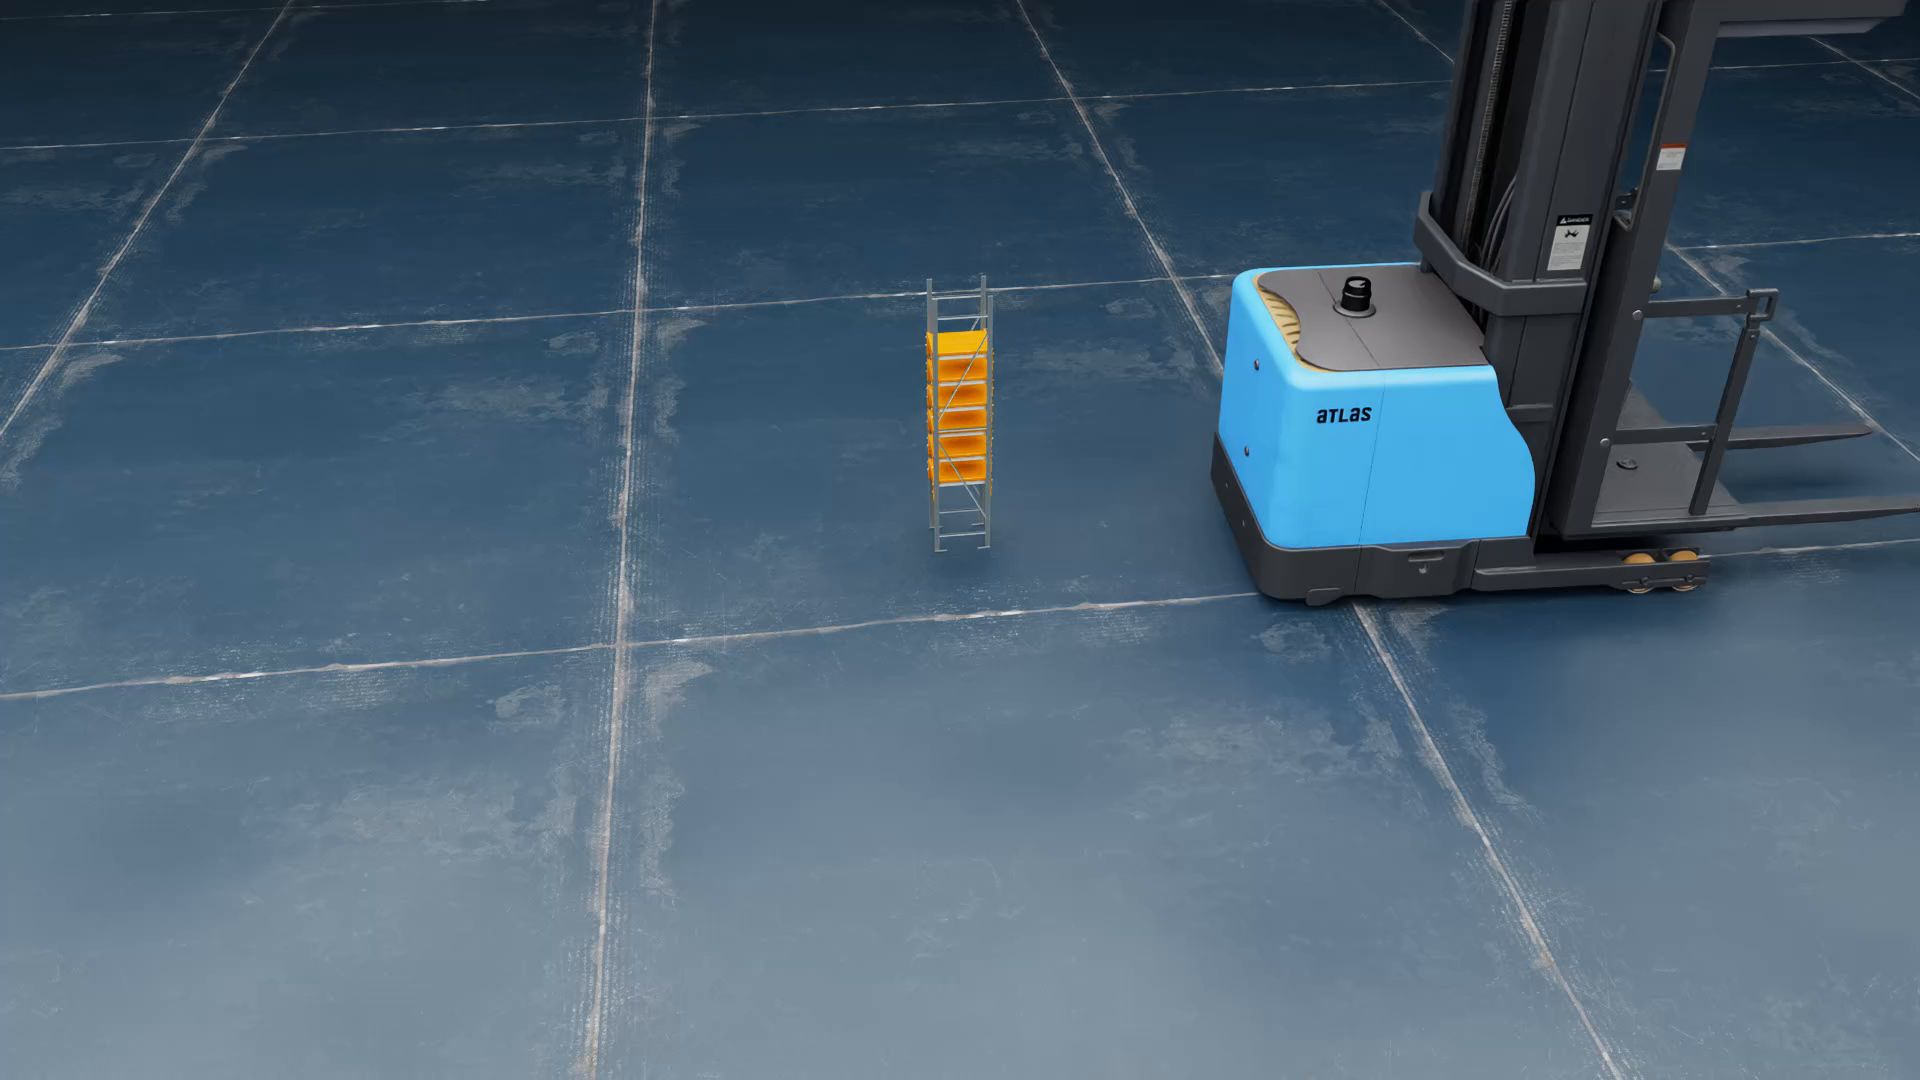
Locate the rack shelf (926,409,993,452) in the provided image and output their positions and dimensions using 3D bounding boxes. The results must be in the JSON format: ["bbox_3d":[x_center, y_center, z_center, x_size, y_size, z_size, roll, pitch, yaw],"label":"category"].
[{"bbox_3d":[-0.002,-0.467,6.949,0.258,0.103,0.180,-4,35,-6],"label":"rack shelf"}]

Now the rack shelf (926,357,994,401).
[{"bbox_3d":[-0.002,-0.665,6.814,0.258,0.103,0.180,-4,35,-6],"label":"rack shelf"}]

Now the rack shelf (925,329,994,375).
[{"bbox_3d":[-0.002,-0.765,6.746,0.258,0.103,0.180,-4,35,-6],"label":"rack shelf"}]

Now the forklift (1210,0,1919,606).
[{"bbox_3d":[2.686,-1.283,6.530,3.031,2.935,1.130,-3,34,-5],"label":"forklift"}]

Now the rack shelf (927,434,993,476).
[{"bbox_3d":[-0.002,-0.368,7.017,0.258,0.103,0.180,-4,35,-6],"label":"rack shelf"}]

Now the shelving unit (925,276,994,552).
[{"bbox_3d":[-0.002,-0.504,6.924,0.258,1.200,0.189,-4,35,-6],"label":"shelving unit"}]

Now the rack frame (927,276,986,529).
[{"bbox_3d":[-0.014,-0.555,6.999,0.240,1.200,0.006,-4,35,-6],"label":"rack frame"}]

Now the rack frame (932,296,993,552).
[{"bbox_3d":[0.010,-0.453,6.849,0.240,1.200,0.006,-4,35,-6],"label":"rack frame"}]

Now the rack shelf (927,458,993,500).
[{"bbox_3d":[-0.002,-0.269,7.084,0.258,0.103,0.180,-4,35,-6],"label":"rack shelf"}]

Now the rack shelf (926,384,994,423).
[{"bbox_3d":[-0.002,-0.566,6.881,0.258,0.103,0.180,-4,35,-6],"label":"rack shelf"}]
